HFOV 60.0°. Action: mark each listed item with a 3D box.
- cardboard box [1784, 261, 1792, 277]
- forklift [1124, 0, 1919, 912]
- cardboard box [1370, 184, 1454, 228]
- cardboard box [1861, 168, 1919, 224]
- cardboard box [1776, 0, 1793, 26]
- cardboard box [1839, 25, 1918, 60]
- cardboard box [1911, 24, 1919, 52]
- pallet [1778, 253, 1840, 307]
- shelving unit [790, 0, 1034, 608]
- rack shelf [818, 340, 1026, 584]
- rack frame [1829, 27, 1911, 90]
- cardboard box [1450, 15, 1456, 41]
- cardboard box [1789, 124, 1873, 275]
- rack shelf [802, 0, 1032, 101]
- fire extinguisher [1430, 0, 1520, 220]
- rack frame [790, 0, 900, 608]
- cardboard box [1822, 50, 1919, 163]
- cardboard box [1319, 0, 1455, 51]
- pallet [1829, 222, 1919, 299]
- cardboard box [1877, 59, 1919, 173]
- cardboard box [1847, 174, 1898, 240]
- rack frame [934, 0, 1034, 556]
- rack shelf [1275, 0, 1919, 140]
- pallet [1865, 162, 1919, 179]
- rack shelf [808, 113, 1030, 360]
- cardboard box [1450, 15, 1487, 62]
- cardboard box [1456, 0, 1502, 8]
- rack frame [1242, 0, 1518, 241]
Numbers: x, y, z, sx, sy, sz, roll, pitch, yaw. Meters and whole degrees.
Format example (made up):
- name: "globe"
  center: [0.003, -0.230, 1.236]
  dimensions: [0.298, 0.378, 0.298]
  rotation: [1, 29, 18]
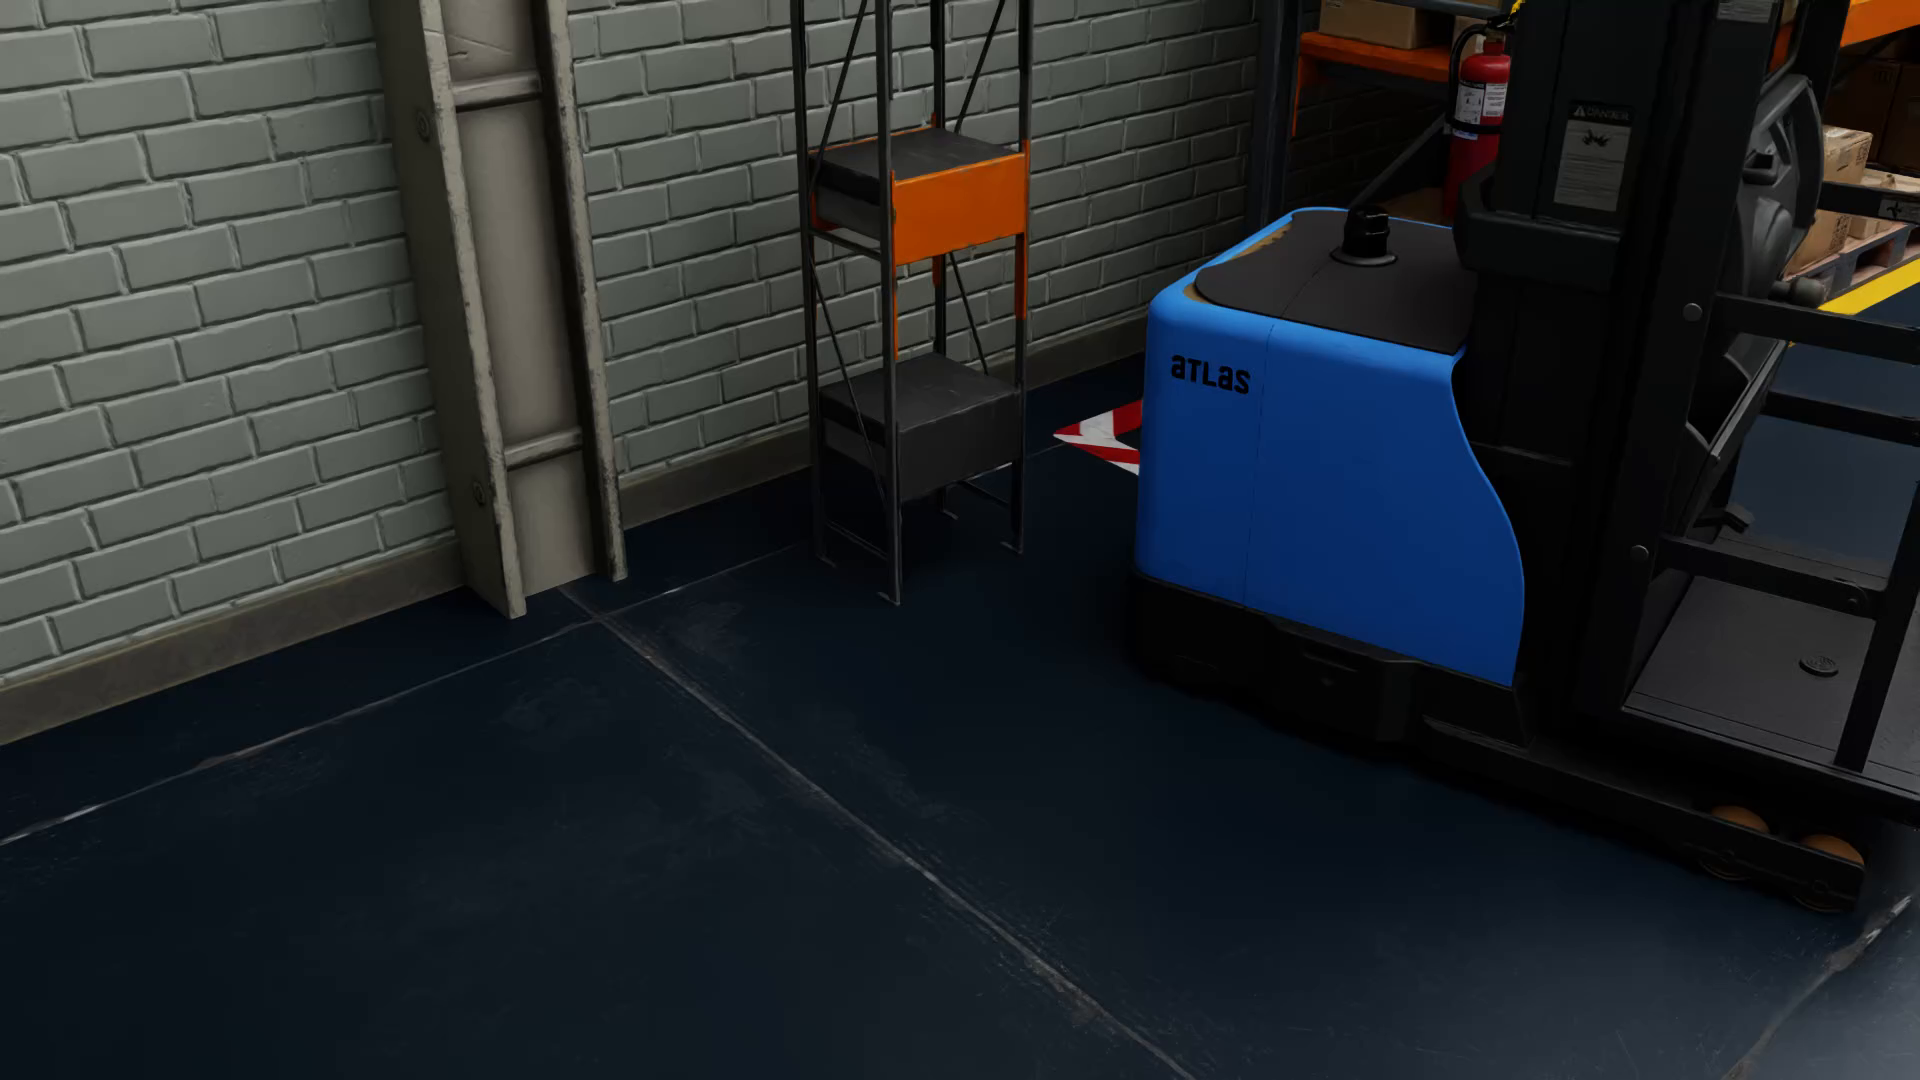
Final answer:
- name: "cardboard box"
  center: [3.052, -1.318, 6.740]
  dimensions: [0.500, 0.500, 0.500]
  rotation: [-21, 35, -34]
- name: "forklift"
  center: [1.964, -0.752, 3.548]
  dimensions: [3.031, 2.935, 1.130]
  rotation: [17, 33, 29]
- name: "cardboard box"
  center: [1.910, -0.946, 6.041]
  dimensions: [0.637, 0.503, 0.797]
  rotation: [-24, 36, -37]
- name: "cardboard box"
  center: [4.193, -1.585, 7.612]
  dimensions: [0.250, 0.149, 0.380]
  rotation: [-23, 36, -36]
- name: "cardboard box"
  center: [2.823, -1.976, 6.032]
  dimensions: [0.250, 0.149, 0.380]
  rotation: [-23, 36, -36]
- name: "cardboard box"
  center: [4.519, -2.517, 8.296]
  dimensions: [0.250, 0.149, 0.380]
  rotation: [-24, 36, -37]
- name: "cardboard box"
  center: [4.715, -2.600, 8.450]
  dimensions: [0.250, 0.149, 0.380]
  rotation: [-22, 35, -35]
- name: "pallet"
  center: [2.974, -1.117, 7.117]
  dimensions: [1.213, 0.211, 1.003]
  rotation: [-22, 35, -35]
- name: "shelving unit"
  center: [-0.126, -0.875, 4.660]
  dimensions: [0.503, 2.100, 0.431]
  rotation: [-22, 35, -35]
- name: "rack shelf"
  center: [-0.126, -0.246, 4.997]
  dimensions: [0.480, 0.518, 0.431]
  rotation: [-22, 35, -35]
- name: "rack frame"
  center: [4.426, -2.932, 7.555]
  dimensions: [0.127, 3.000, 1.000]
  rotation: [-22, 35, -35]
- name: "cardboard box"
  center: [1.694, -1.851, 5.798]
  dimensions: [0.250, 0.149, 0.380]
  rotation: [-21, 34, -34]
- name: "cardboard box"
  center: [3.375, -1.510, 7.099]
  dimensions: [0.500, 0.500, 0.700]
  rotation: [-23, 36, -37]
- name: "rack shelf"
  center: [-0.126, -1.481, 4.337]
  dimensions: [0.480, 0.518, 0.431]
  rotation: [-22, 35, -35]
- name: "fire extinguisher"
  center: [1.571, -1.299, 4.977]
  dimensions: [0.183, 0.674, 0.296]
  rotation: [-22, 35, -35]
- name: "rack frame"
  center: [-0.312, -0.801, 4.521]
  dimensions: [0.015, 2.100, 0.400]
  rotation: [-22, 35, -35]
- name: "cardboard box"
  center: [4.607, -2.271, 8.524]
  dimensions: [0.500, 0.500, 0.500]
  rotation: [-22, 35, -35]
- name: "cardboard box"
  center: [1.461, -1.796, 5.694]
  dimensions: [0.250, 0.149, 0.380]
  rotation: [-22, 35, -35]
- name: "pallet"
  center: [3.903, -1.493, 7.819]
  dimensions: [1.213, 0.211, 1.003]
  rotation: [-22, 35, -35]
- name: "cardboard box"
  center: [4.940, -2.082, 8.171]
  dimensions: [0.500, 0.500, 0.500]
  rotation: [-20, 34, -33]
- name: "cardboard box"
  center: [3.921, -1.527, 7.380]
  dimensions: [0.258, 0.266, 0.396]
  rotation: [-20, 34, -33]
- name: "rack frame"
  center: [0.060, -0.950, 4.800]
  dimensions: [0.015, 2.100, 0.400]
  rotation: [-22, 35, -35]
- name: "rack shelf"
  center: [2.904, -2.003, 6.579]
  dimensions: [4.000, 0.370, 1.077]
  rotation: [-22, 35, -35]
- name: "pallet"
  center: [5.020, -1.965, 8.703]
  dimensions: [1.213, 0.211, 1.003]
  rotation: [-22, 35, -35]
- name: "rack shelf"
  center: [-0.126, -0.863, 4.667]
  dimensions: [0.480, 0.518, 0.431]
  rotation: [-22, 35, -35]
- name: "cardboard box"
  center: [1.811, -1.600, 5.328]
  dimensions: [0.250, 0.149, 0.380]
  rotation: [-22, 35, -35]
- name: "cardboard box"
  center: [1.903, -1.816, 5.309]
  dimensions: [0.500, 0.250, 0.500]
  rotation: [-22, 35, -35]
- name: "rack frame"
  center: [1.383, -1.709, 5.265]
  dimensions: [0.127, 3.000, 1.000]
  rotation: [-22, 35, -35]
